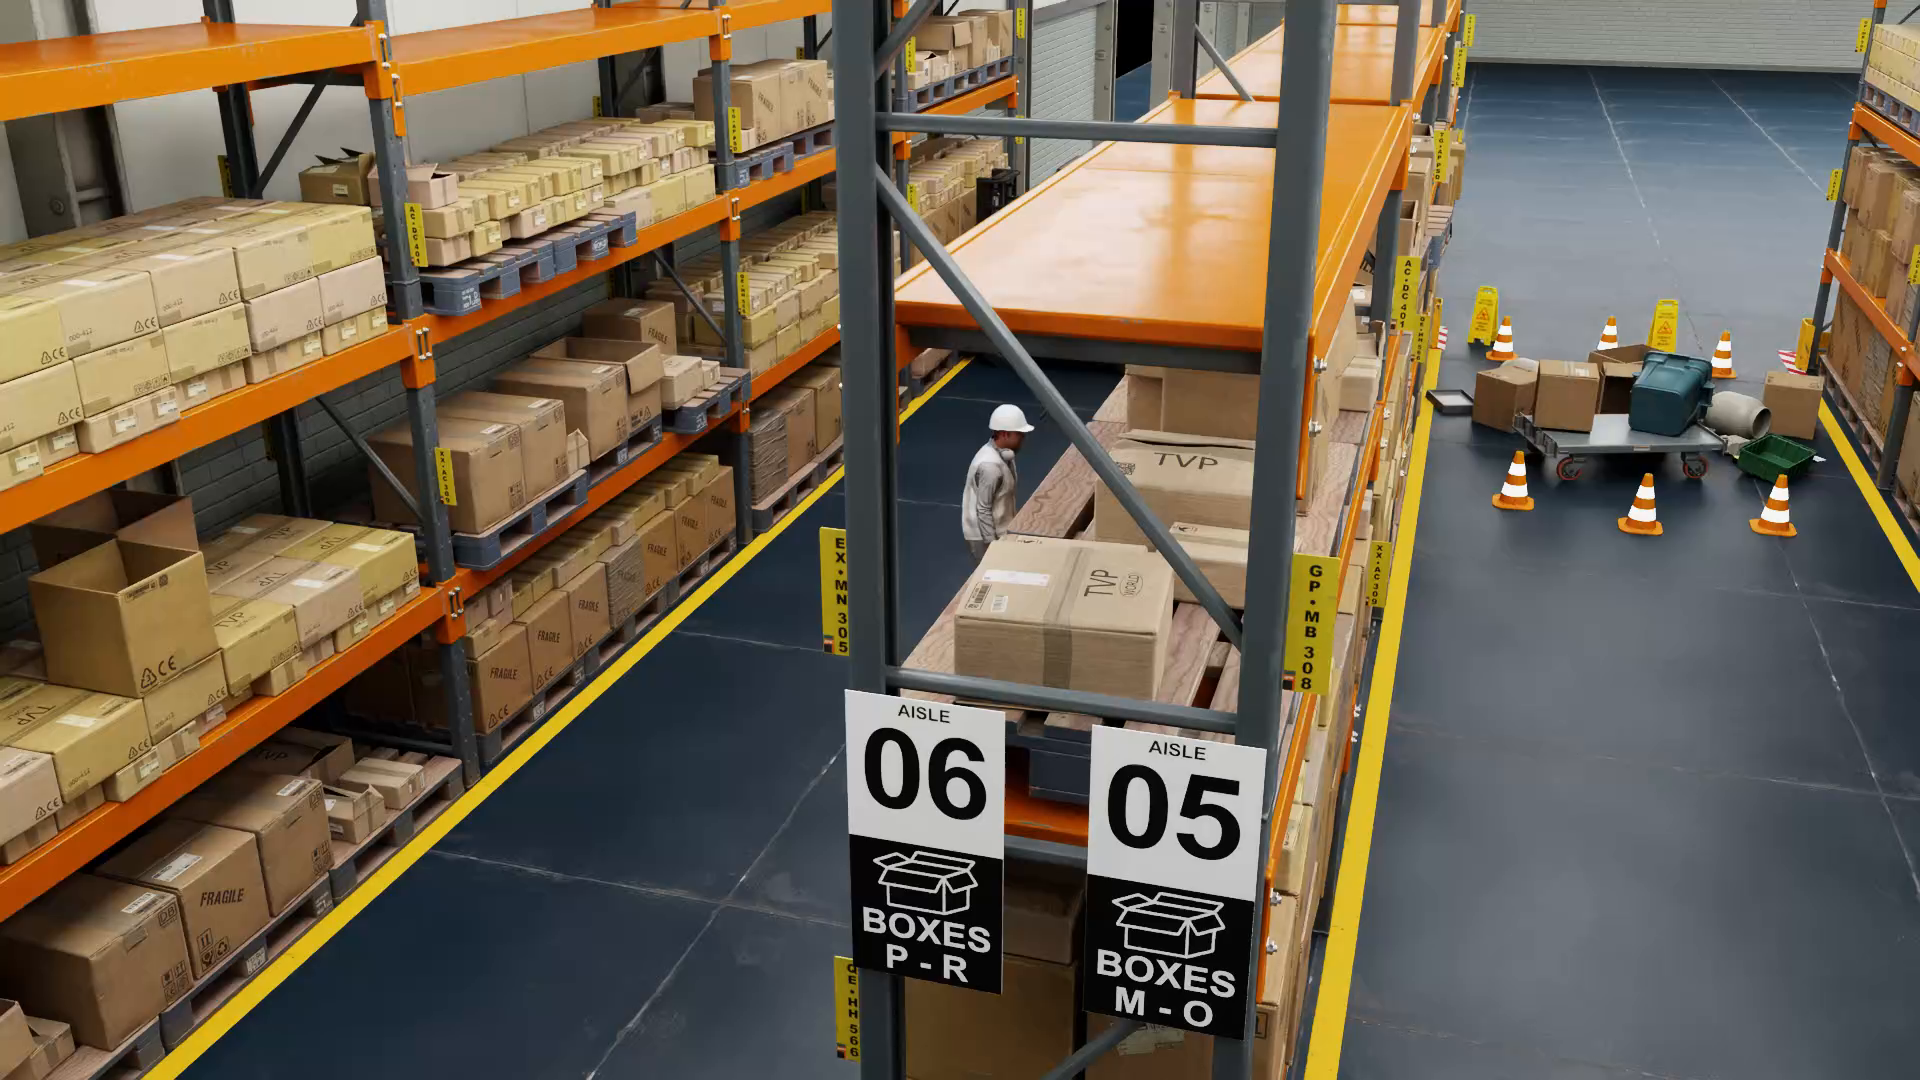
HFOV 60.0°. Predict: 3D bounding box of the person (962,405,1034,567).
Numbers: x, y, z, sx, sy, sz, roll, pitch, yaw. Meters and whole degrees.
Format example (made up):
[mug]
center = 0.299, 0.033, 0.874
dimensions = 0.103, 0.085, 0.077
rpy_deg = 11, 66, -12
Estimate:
[person]
center = 0.252, -0.053, 11.186
dimensions = 0.465, 1.771, 0.588
rpy_deg = 6, 23, 14
